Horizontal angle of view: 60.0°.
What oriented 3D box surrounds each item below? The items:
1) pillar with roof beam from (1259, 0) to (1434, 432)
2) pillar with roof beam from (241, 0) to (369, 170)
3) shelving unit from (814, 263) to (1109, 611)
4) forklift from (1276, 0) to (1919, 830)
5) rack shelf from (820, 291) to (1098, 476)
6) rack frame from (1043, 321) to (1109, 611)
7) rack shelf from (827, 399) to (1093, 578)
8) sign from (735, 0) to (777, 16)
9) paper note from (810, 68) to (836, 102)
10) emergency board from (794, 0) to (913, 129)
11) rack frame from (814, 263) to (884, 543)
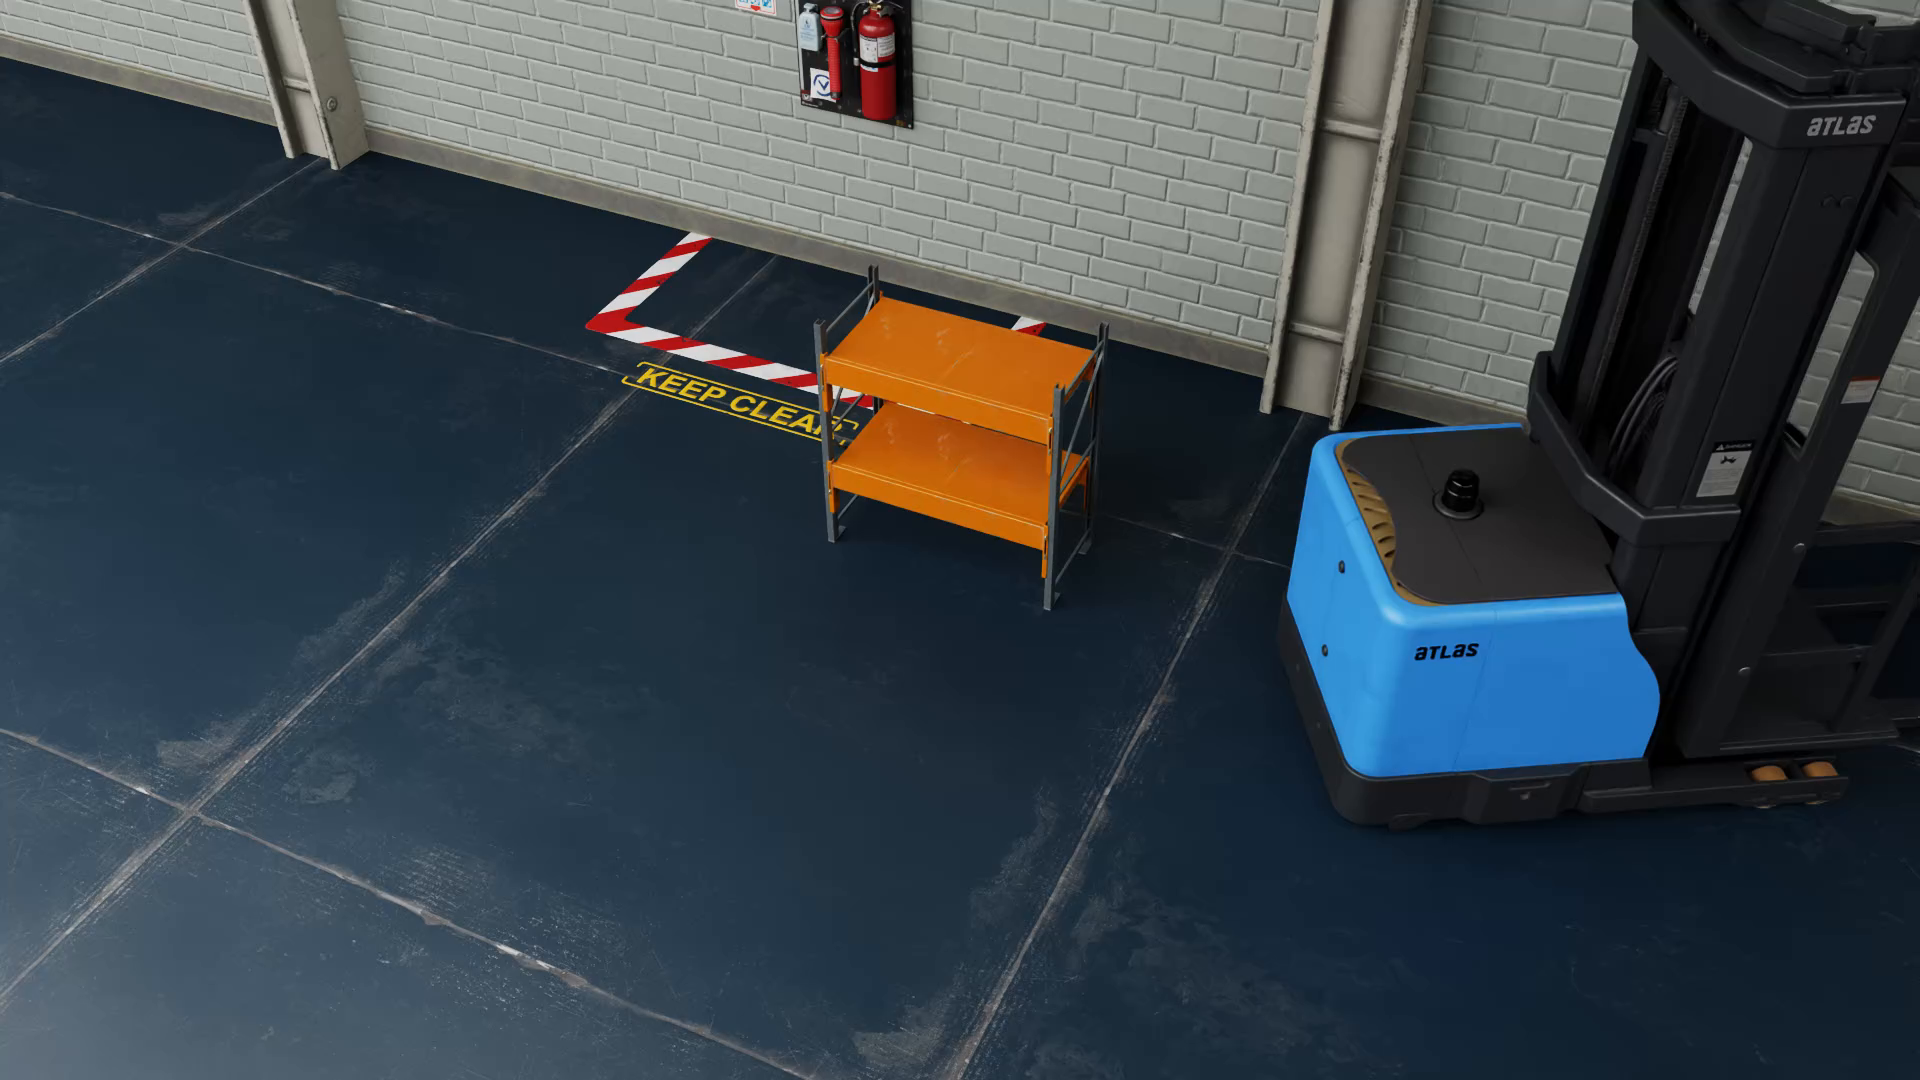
[{"bbox_3d":[-0.143,-1.499,2.109,0.400,9.000,9.100,17,44,19],"label":"pillar with roof beam"},{"bbox_3d":[-5.581,-3.160,4.026,0.400,9.000,9.100,17,44,19],"label":"pillar with roof beam"},{"bbox_3d":[0.006,-0.423,6.879,1.048,1.125,0.538,17,44,19],"label":"shelving unit"},{"bbox_3d":[2.817,-0.465,5.548,3.031,2.935,1.130,-4,41,-4],"label":"forklift"},{"bbox_3d":[0.006,-0.644,6.688,1.000,0.278,0.538,17,44,19],"label":"rack shelf"},{"bbox_3d":[0.467,-0.282,6.717,0.032,1.125,0.500,17,44,19],"label":"rack frame"},{"bbox_3d":[0.006,-0.238,7.040,1.000,0.278,0.538,17,44,19],"label":"rack shelf"},{"bbox_3d":[-1.004,-2.722,8.073,0.234,0.329,0.001,17,44,19],"label":"sign"},{"bbox_3d":[-0.678,-2.251,8.230,0.142,0.148,0.016,17,44,19],"label":"paper note"},{"bbox_3d":[-0.547,-2.494,7.837,0.643,1.169,0.194,17,44,19],"label":"emergency board"},{"bbox_3d":[-0.455,-0.564,7.042,0.032,1.125,0.500,17,44,19],"label":"rack frame"}]
